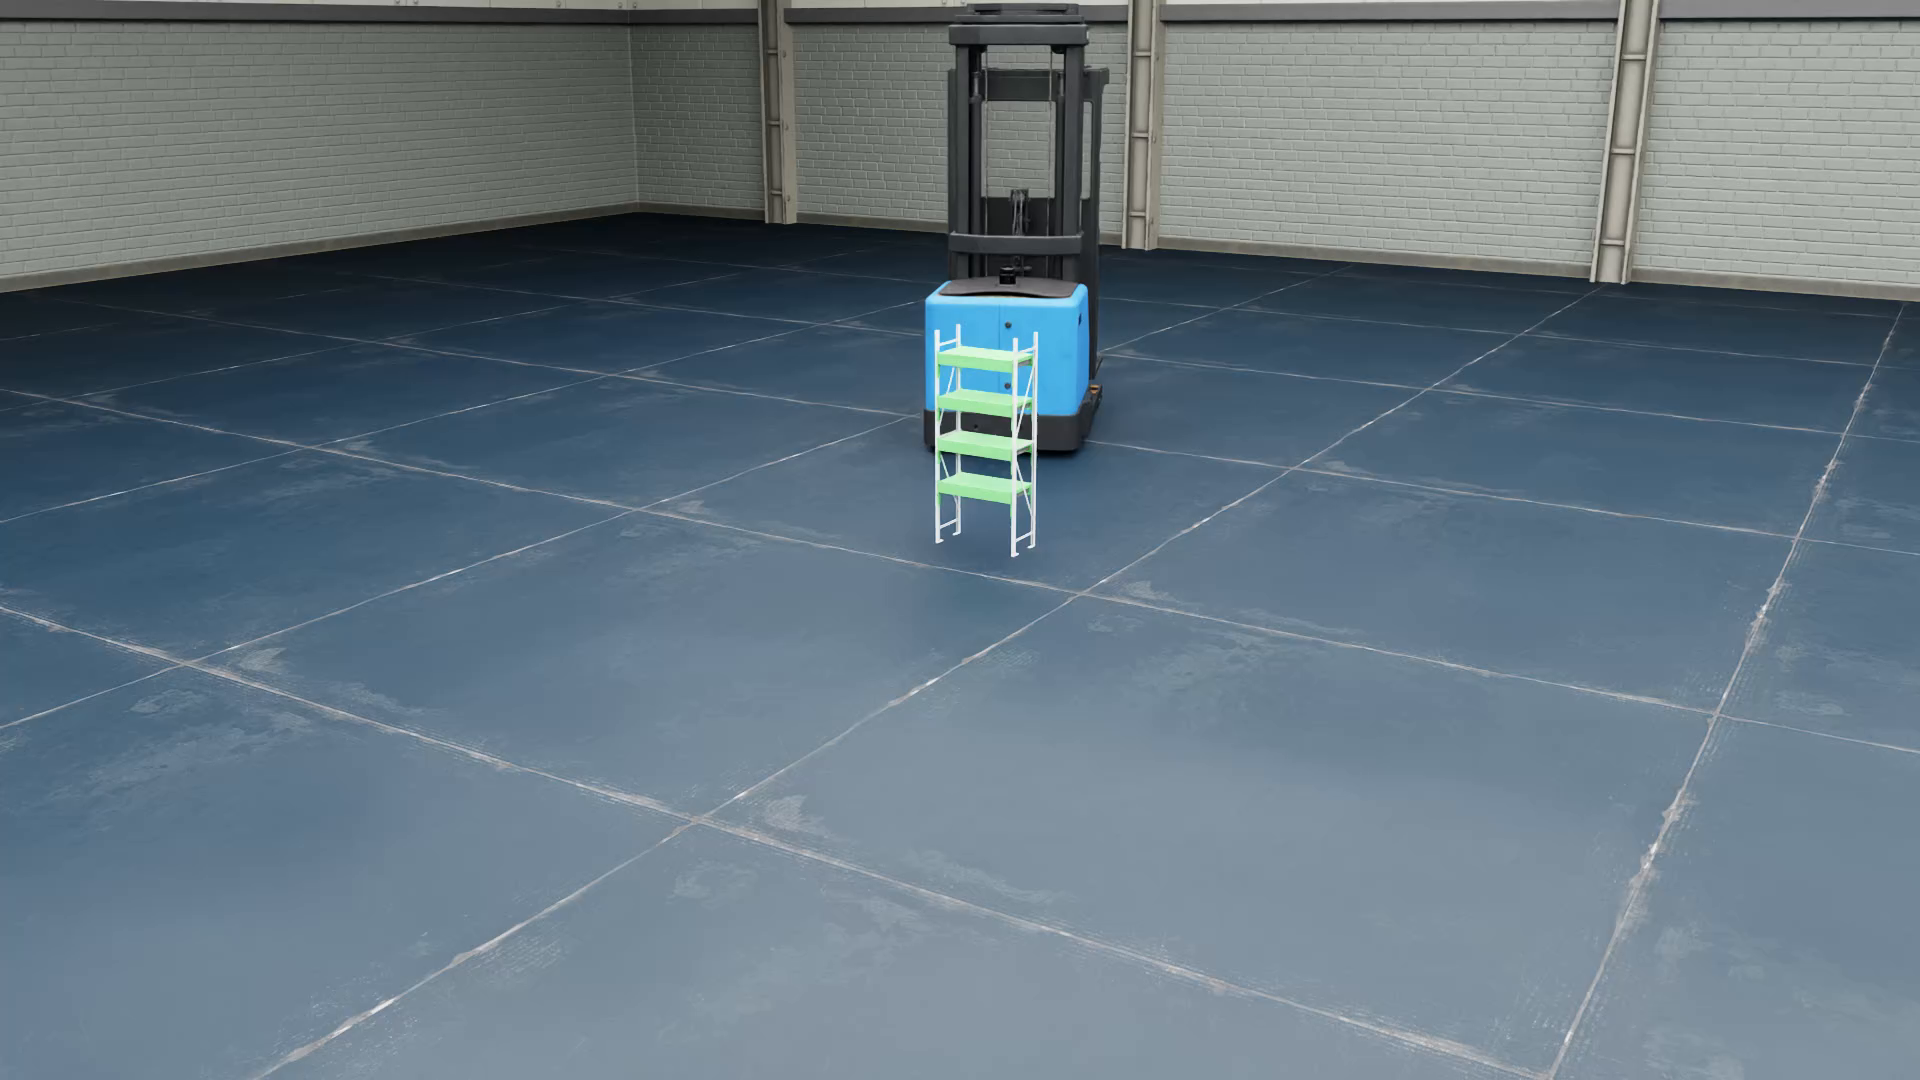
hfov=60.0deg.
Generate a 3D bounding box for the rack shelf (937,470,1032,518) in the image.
[{"bbox_3d":[0.141,-0.258,9.212,0.480,0.148,0.258,10,20,30],"label":"rack shelf"}]

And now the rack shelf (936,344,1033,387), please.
[{"bbox_3d":[0.141,-0.947,9.003,0.480,0.148,0.258,10,20,30],"label":"rack shelf"}]

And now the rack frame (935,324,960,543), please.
[{"bbox_3d":[-0.067,-0.586,9.246,0.015,1.200,0.240,10,20,30],"label":"rack frame"}]

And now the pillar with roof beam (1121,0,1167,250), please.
[{"bbox_3d":[0.150,-7.142,17.410,0.400,9.000,9.100,10,20,30],"label":"pillar with roof beam"}]

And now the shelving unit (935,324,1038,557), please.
[{"bbox_3d":[0.141,-0.549,9.124,0.503,1.200,0.258,10,20,30],"label":"shelving unit"}]

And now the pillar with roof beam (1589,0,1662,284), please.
[{"bbox_3d":[5.263,-6.229,14.406,0.400,9.000,9.100,10,20,30],"label":"pillar with roof beam"}]

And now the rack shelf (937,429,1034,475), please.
[{"bbox_3d":[0.141,-0.488,9.142,0.480,0.148,0.258,10,20,30],"label":"rack shelf"}]

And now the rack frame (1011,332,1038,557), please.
[{"bbox_3d":[0.349,-0.512,9.002,0.015,1.200,0.240,10,20,30],"label":"rack frame"}]

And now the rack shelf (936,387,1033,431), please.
[{"bbox_3d":[0.141,-0.717,9.073,0.480,0.148,0.258,10,20,30],"label":"rack shelf"}]

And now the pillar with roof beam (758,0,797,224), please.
[{"bbox_3d":[-4.963,-8.055,20.415,0.400,9.000,9.100,10,20,30],"label":"pillar with roof beam"}]

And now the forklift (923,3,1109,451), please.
[{"bbox_3d":[0.494,-2.382,12.179,1.130,2.935,3.031,3,17,9],"label":"forklift"}]
